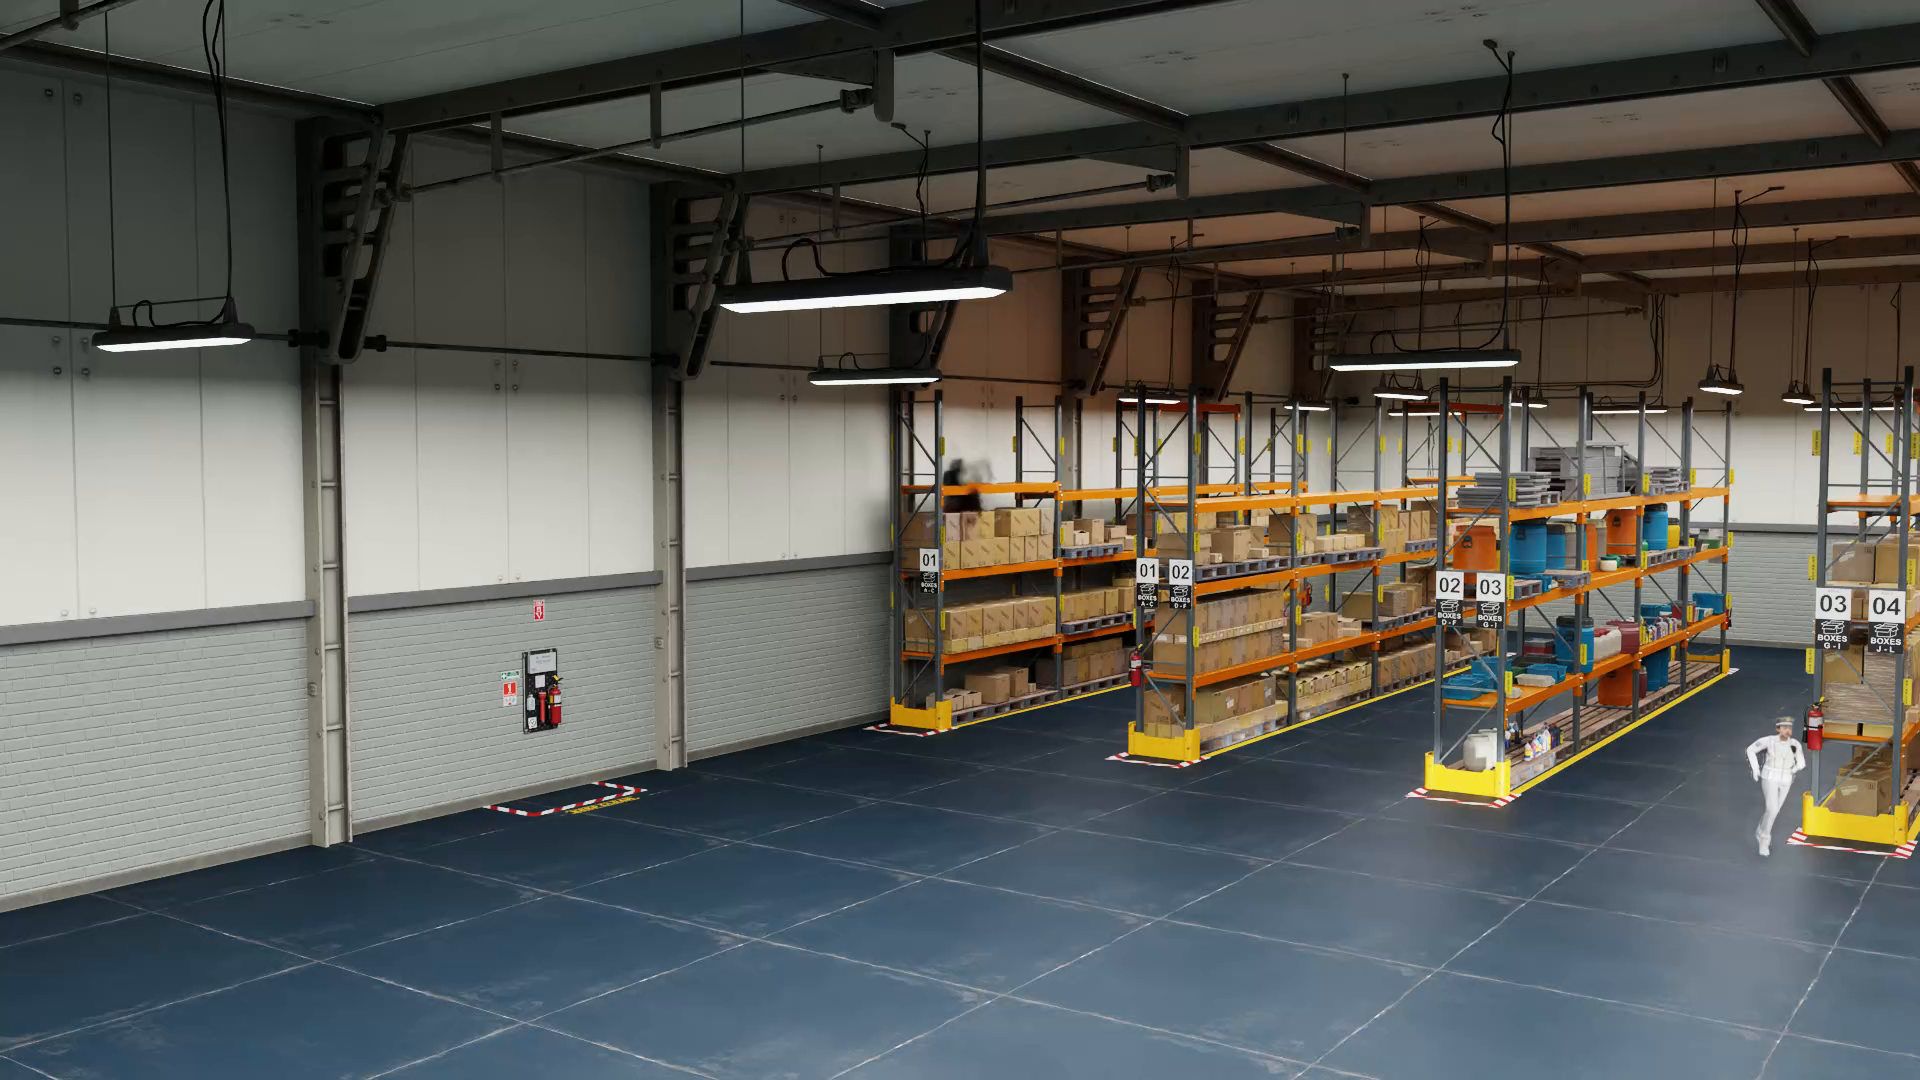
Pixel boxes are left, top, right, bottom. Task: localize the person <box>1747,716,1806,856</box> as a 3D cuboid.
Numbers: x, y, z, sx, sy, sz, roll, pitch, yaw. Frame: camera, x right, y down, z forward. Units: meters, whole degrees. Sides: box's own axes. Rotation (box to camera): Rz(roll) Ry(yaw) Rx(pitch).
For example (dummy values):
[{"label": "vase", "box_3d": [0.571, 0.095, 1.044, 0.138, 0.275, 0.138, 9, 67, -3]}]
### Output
[{"label": "person", "box_3d": [10.119, 3.021, 20.591, 0.614, 1.728, 0.730, 0, 3, 2]}]
